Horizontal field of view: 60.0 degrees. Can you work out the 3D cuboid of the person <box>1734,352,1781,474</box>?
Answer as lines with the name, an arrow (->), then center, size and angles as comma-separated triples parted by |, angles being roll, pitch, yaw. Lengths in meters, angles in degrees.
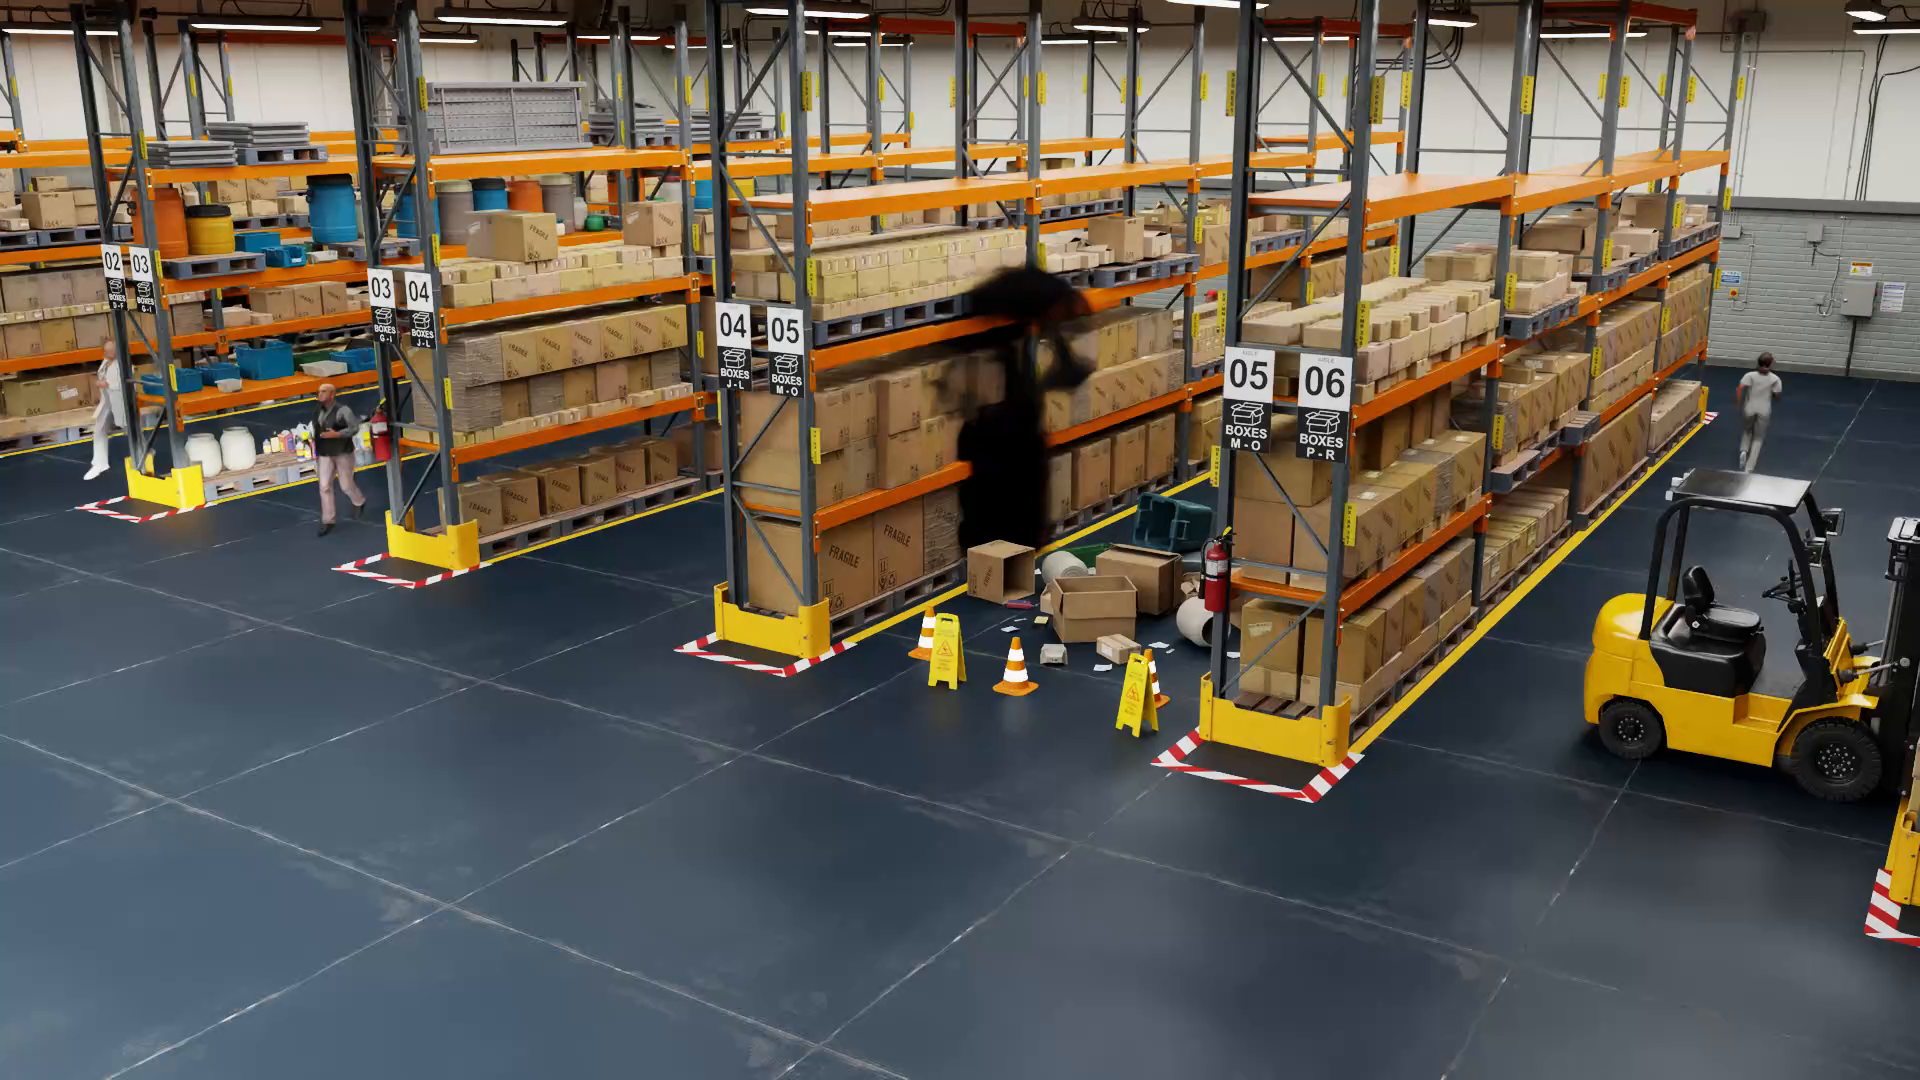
person -> 10.661, -1.707, 22.277 | 0.536, 1.626, 0.687 | 8, 18, 27

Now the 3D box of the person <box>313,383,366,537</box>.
person -> -7.301, -0.980, 19.527 | 0.643, 1.748, 0.878 | 3, 16, 12

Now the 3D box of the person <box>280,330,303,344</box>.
person -> -11.960, -3.683, 29.648 | 0.507, 1.539, 0.689 | 10, 19, 33

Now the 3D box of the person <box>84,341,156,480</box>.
person -> -11.196, -1.766, 22.140 | 0.701, 1.781, 1.038 | 5, 16, 18

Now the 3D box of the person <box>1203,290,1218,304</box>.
person -> 4.191, -3.258, 27.596 | 0.669, 1.792, 0.991 | 12, 19, 36
